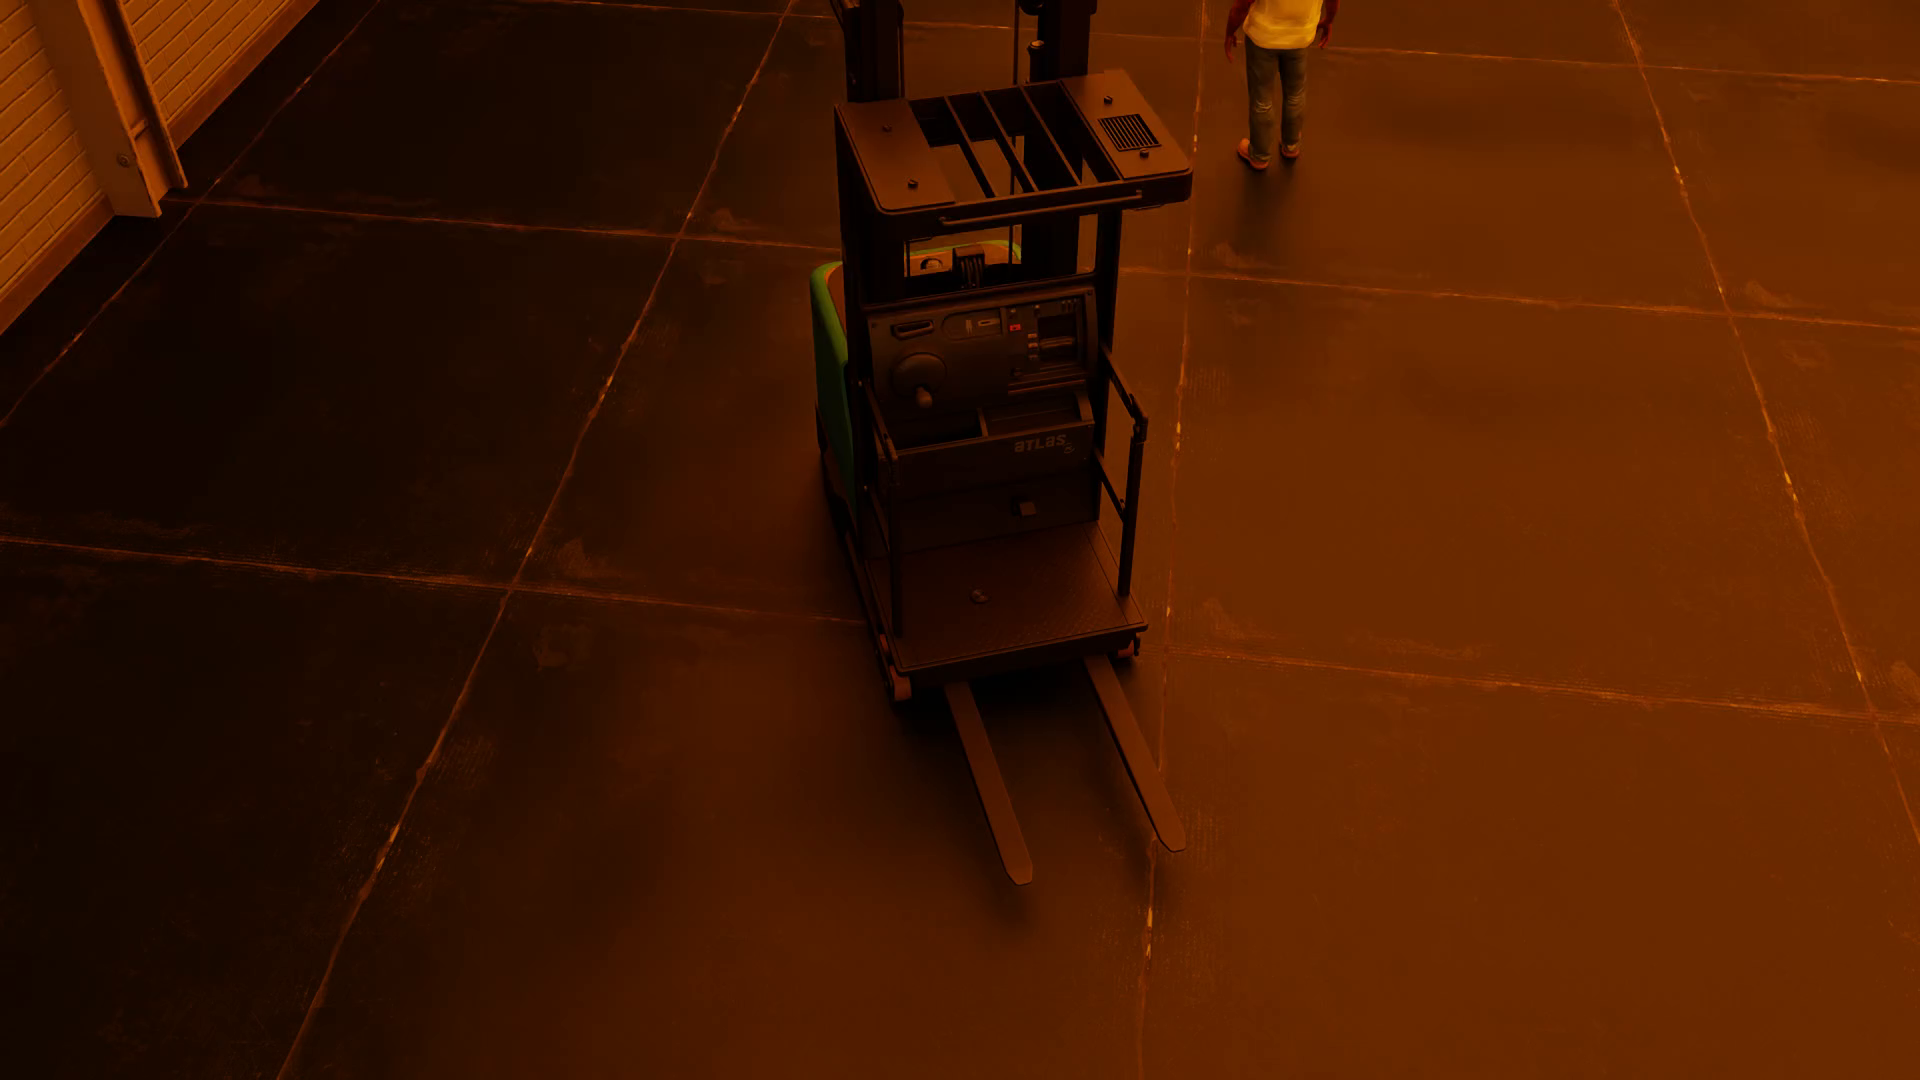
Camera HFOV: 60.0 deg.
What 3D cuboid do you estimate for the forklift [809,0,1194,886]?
[{"bbox_3d":[0.153,-0.681,6.465,1.130,2.935,3.031,-10,44,-11],"label":"forklift"}]

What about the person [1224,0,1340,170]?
[{"bbox_3d":[1.883,-3.048,9.892,0.666,1.765,0.578,-5,43,-6],"label":"person"}]
